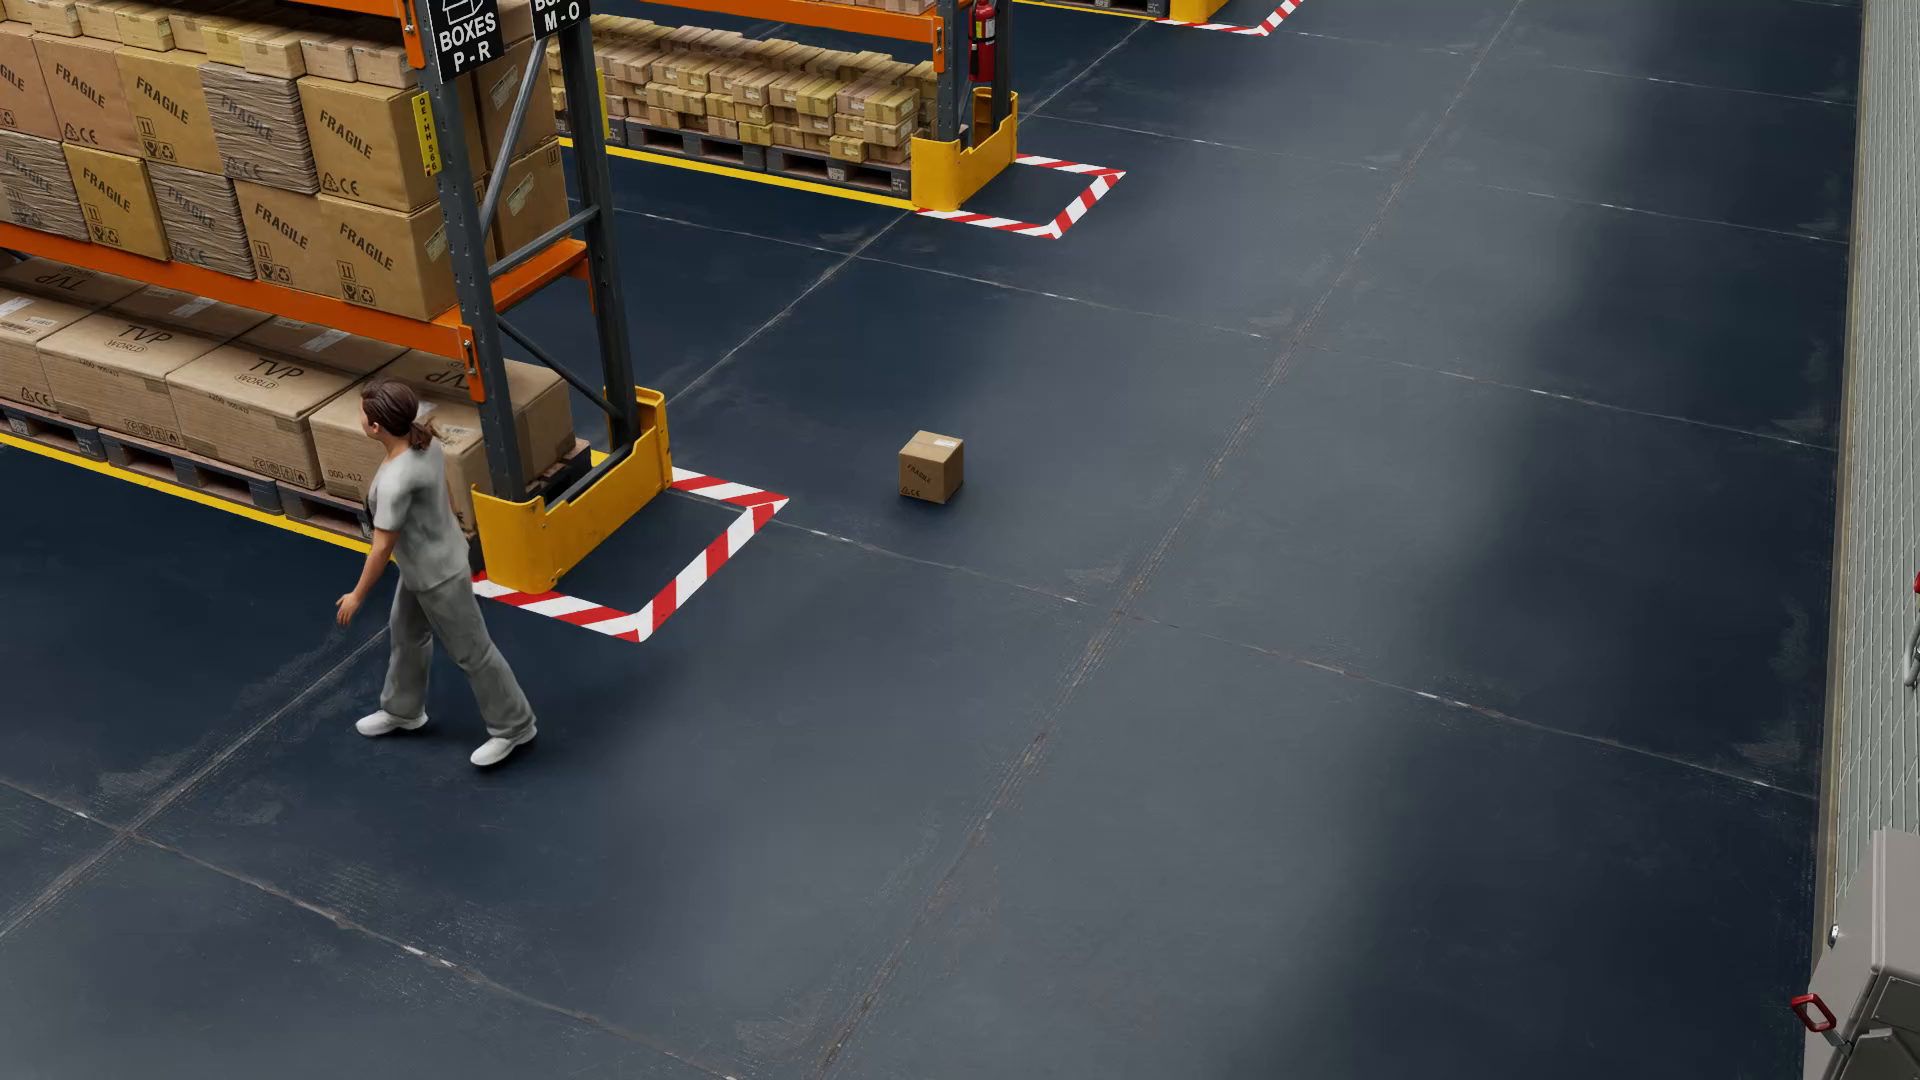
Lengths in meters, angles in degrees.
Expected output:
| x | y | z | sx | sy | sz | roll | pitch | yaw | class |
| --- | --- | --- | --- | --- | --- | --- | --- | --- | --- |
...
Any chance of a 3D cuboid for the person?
| x | y | z | sx | sy | sz | roll | pitch | yaw | class |
| --- | --- | --- | --- | --- | --- | --- | --- | --- | --- |
| -2.135 | 0.136 | 6.474 | 0.759 | 1.665 | 0.496 | -6 | 34 | -9 | person |
